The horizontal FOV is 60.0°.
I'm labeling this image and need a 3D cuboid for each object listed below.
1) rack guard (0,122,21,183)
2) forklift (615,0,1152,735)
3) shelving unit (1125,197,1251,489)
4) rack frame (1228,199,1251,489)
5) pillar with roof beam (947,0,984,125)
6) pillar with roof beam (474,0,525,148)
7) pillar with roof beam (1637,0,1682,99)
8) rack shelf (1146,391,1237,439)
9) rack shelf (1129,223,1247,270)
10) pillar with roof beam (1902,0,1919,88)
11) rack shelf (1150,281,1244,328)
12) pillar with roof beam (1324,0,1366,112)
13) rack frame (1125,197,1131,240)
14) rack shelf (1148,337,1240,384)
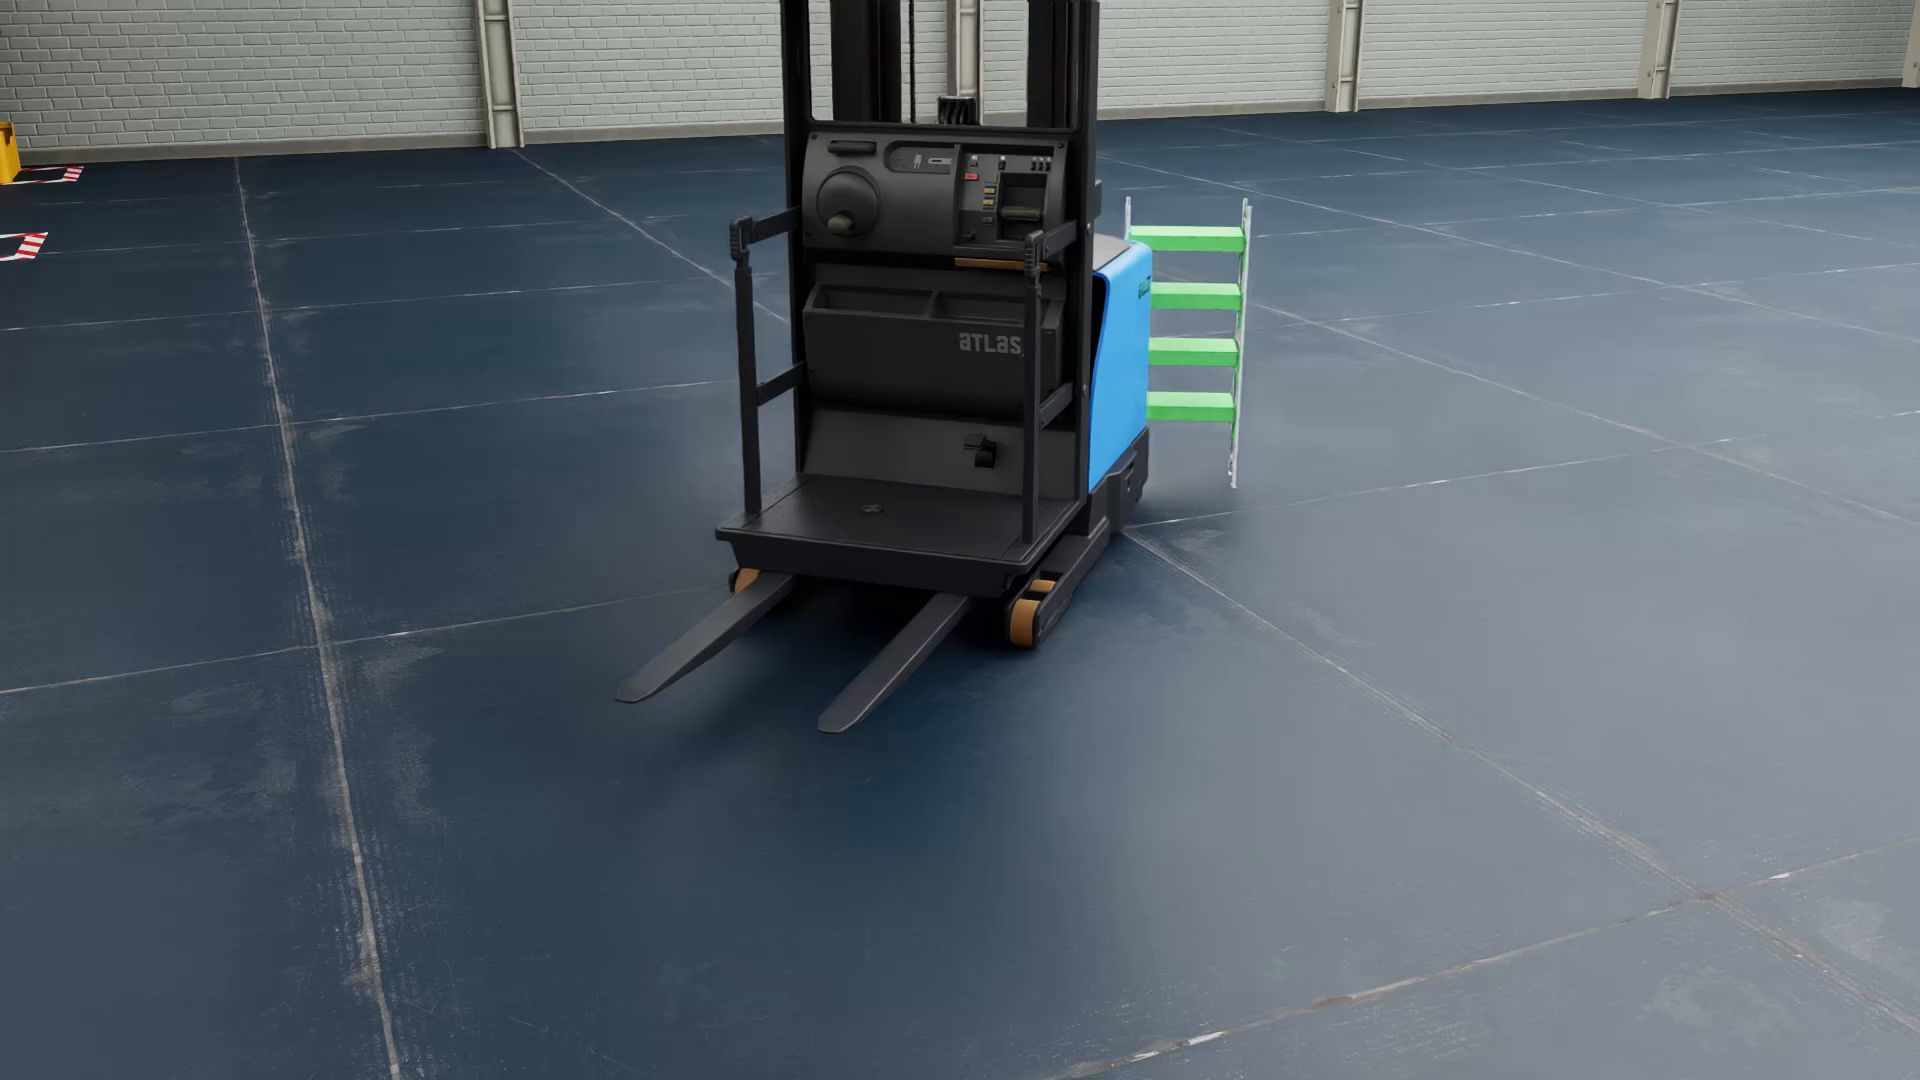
[{"bbox_3d":[-9.929,-3.981,17.076,0.348,0.500,1.175,-8,21,-22],"label":"rack guard"},{"bbox_3d":[-0.158,-1.173,5.441,1.130,2.935,3.031,6,20,17],"label":"forklift"},{"bbox_3d":[0.943,-0.834,7.085,0.503,1.200,0.258,2,19,5],"label":"shelving unit"},{"bbox_3d":[1.186,-0.827,7.065,0.015,1.200,0.240,2,19,5],"label":"rack frame"},{"bbox_3d":[1.777,-8.436,16.931,0.400,9.000,9.100,-8,21,-22],"label":"pillar with roof beam"},{"bbox_3d":[-3.733,-7.646,14.689,0.400,9.000,9.100,-8,21,-22],"label":"pillar with roof beam"},{"bbox_3d":[12.795,-10.014,21.414,0.400,9.000,9.100,-8,21,-22],"label":"pillar with roof beam"},{"bbox_3d":[0.943,-0.548,7.186,0.480,0.148,0.258,2,19,5],"label":"rack shelf"},{"bbox_3d":[0.943,-1.227,6.947,0.480,0.148,0.258,2,19,5],"label":"rack shelf"},{"bbox_3d":[18.304,-10.804,23.656,0.400,9.000,9.100,-8,21,-22],"label":"pillar with roof beam"},{"bbox_3d":[0.943,-1.000,7.026,0.480,0.148,0.258,2,19,5],"label":"rack shelf"},{"bbox_3d":[7.286,-9.225,19.173,0.400,9.000,9.100,-8,21,-22],"label":"pillar with roof beam"},{"bbox_3d":[0.700,-0.841,7.105,0.015,1.200,0.240,2,19,5],"label":"rack frame"},{"bbox_3d":[0.943,-0.774,7.106,0.480,0.148,0.258,2,19,5],"label":"rack shelf"}]
